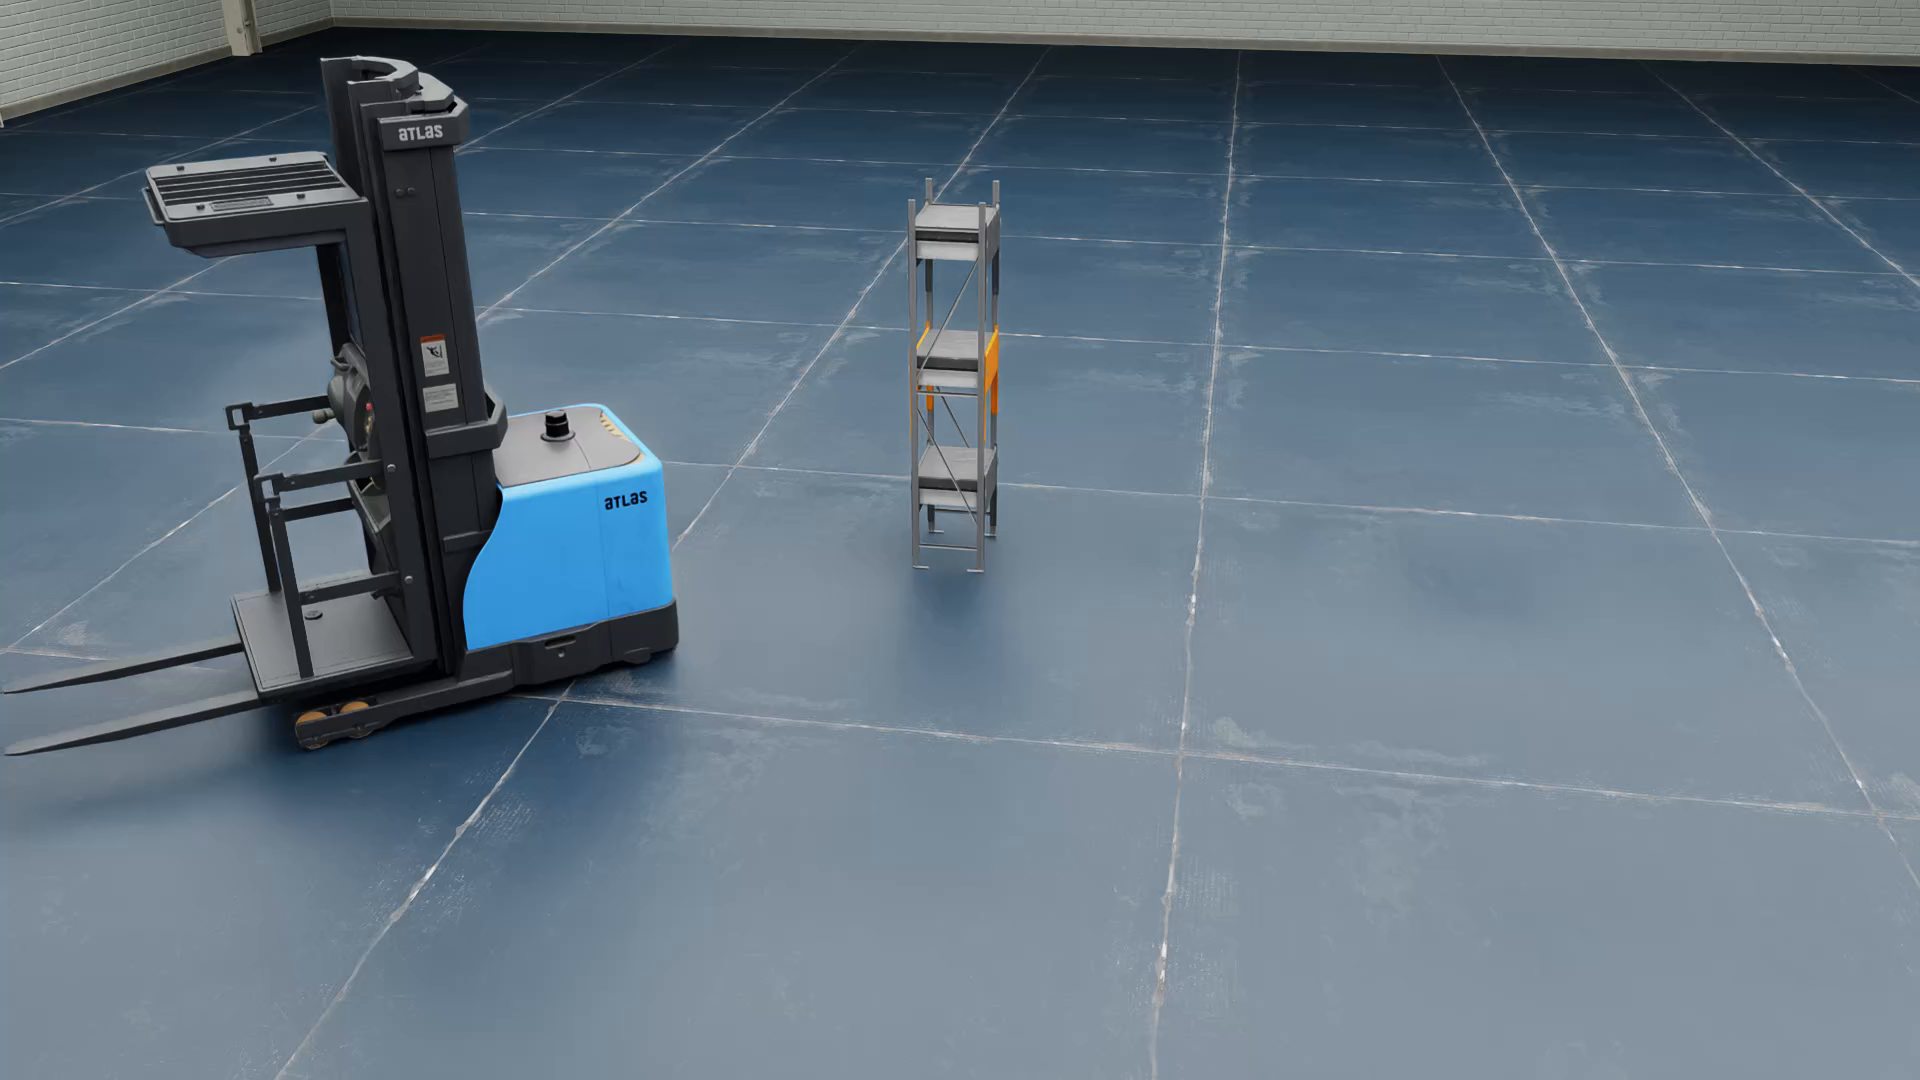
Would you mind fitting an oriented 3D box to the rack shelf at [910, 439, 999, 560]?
[{"bbox_3d":[-0.027,-0.235,9.459,0.431,0.518,0.480,4,25,9],"label":"rack shelf"}]

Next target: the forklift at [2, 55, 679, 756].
[{"bbox_3d":[-2.977,-0.619,7.615,3.031,2.935,1.130,-13,28,-25],"label":"forklift"}]

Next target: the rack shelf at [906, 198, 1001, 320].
[{"bbox_3d":[-0.027,-1.503,8.866,0.431,0.518,0.480,4,25,9],"label":"rack shelf"}]

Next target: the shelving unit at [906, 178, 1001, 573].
[{"bbox_3d":[-0.027,-0.882,9.157,0.431,2.100,0.503,4,25,9],"label":"shelving unit"}]

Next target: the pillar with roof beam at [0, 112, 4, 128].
[{"bbox_3d":[-7.884,-8.872,18.089,9.100,9.000,0.400,4,25,9],"label":"pillar with roof beam"}]

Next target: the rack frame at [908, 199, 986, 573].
[{"bbox_3d":[-0.067,-0.780,8.939,0.400,2.100,0.015,4,25,9],"label":"rack frame"}]

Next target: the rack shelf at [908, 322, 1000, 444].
[{"bbox_3d":[-0.027,-0.869,9.163,0.431,0.518,0.480,4,25,9],"label":"rack shelf"}]

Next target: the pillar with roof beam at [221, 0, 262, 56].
[{"bbox_3d":[-6.904,-11.381,23.450,9.100,9.000,0.400,4,25,9],"label":"pillar with roof beam"}]

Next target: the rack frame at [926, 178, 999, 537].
[{"bbox_3d":[0.013,-0.984,9.375,0.400,2.100,0.015,4,25,9],"label":"rack frame"}]
